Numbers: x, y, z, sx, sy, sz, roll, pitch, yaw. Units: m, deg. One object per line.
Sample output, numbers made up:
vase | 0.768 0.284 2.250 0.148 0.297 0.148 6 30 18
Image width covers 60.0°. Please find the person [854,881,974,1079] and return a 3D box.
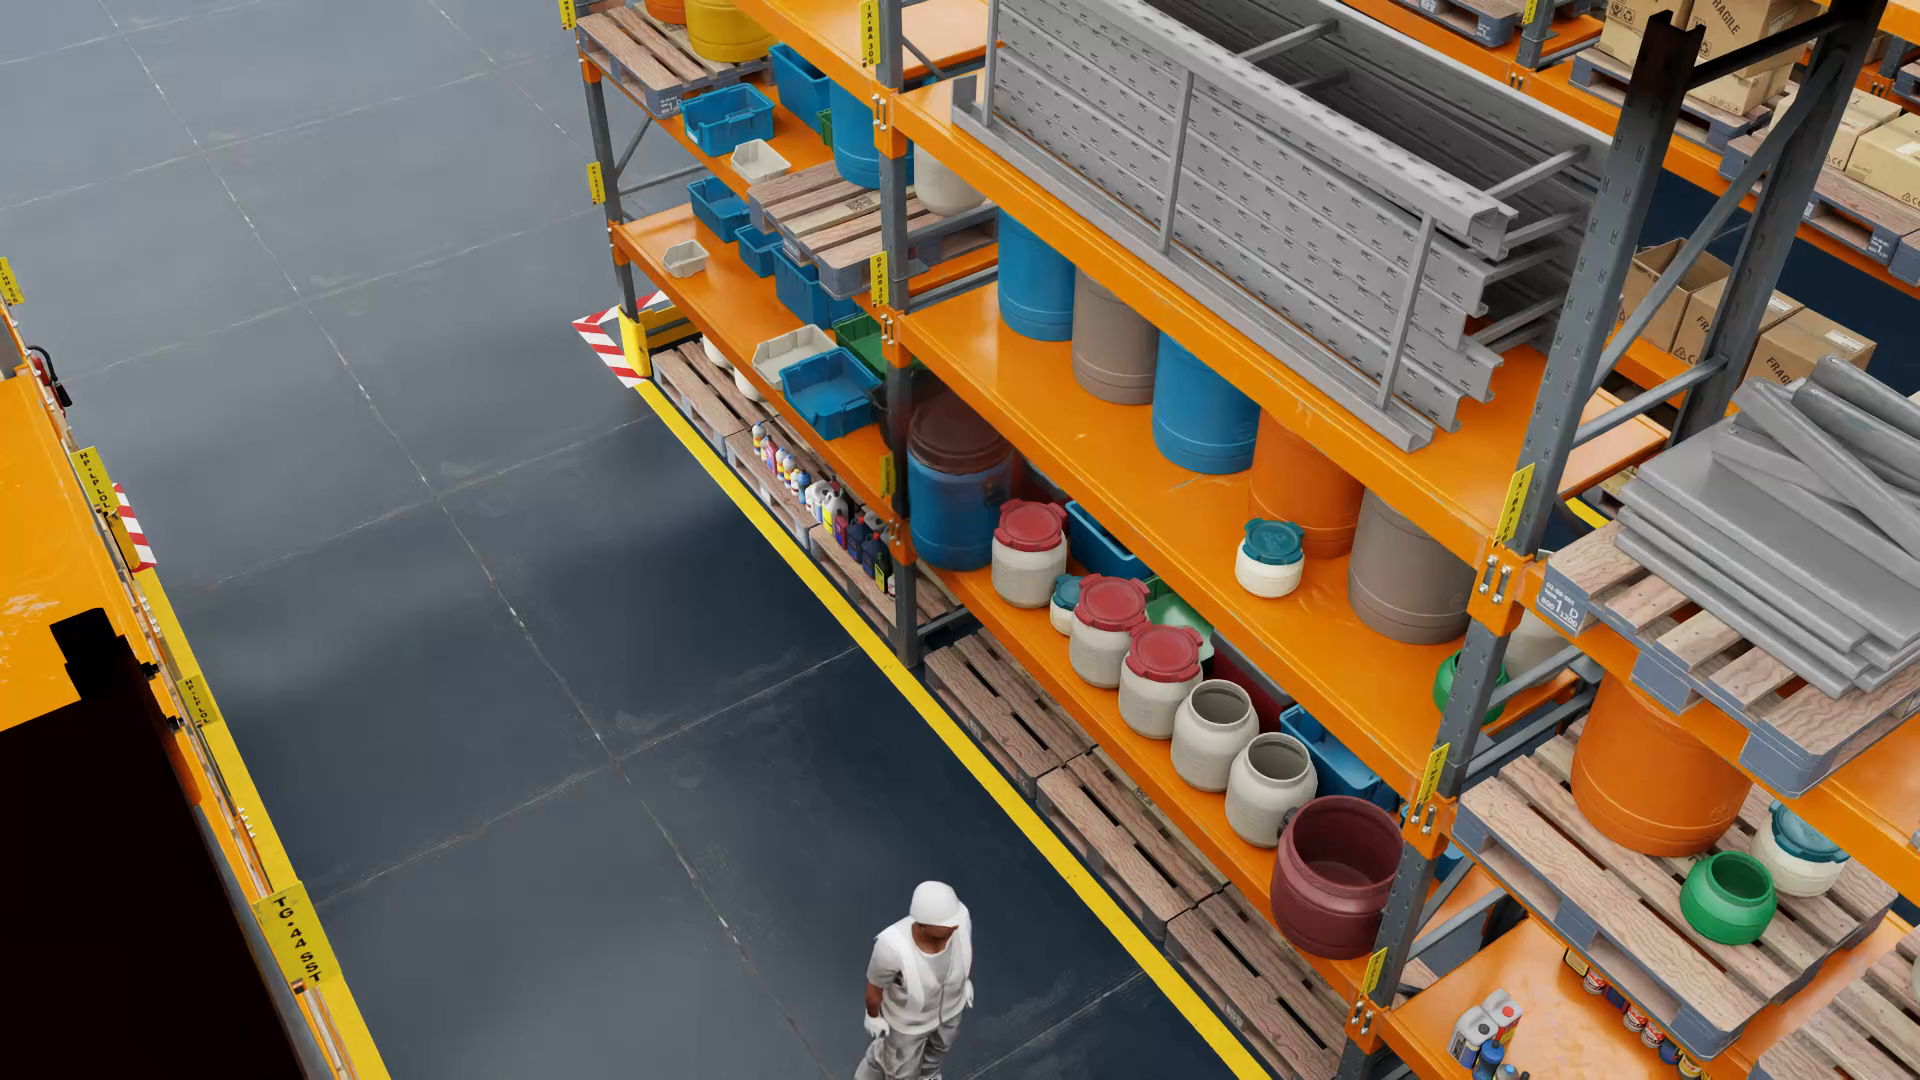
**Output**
person | -0.226 2.201 8.055 0.600 1.780 0.500 -25 48 -24
